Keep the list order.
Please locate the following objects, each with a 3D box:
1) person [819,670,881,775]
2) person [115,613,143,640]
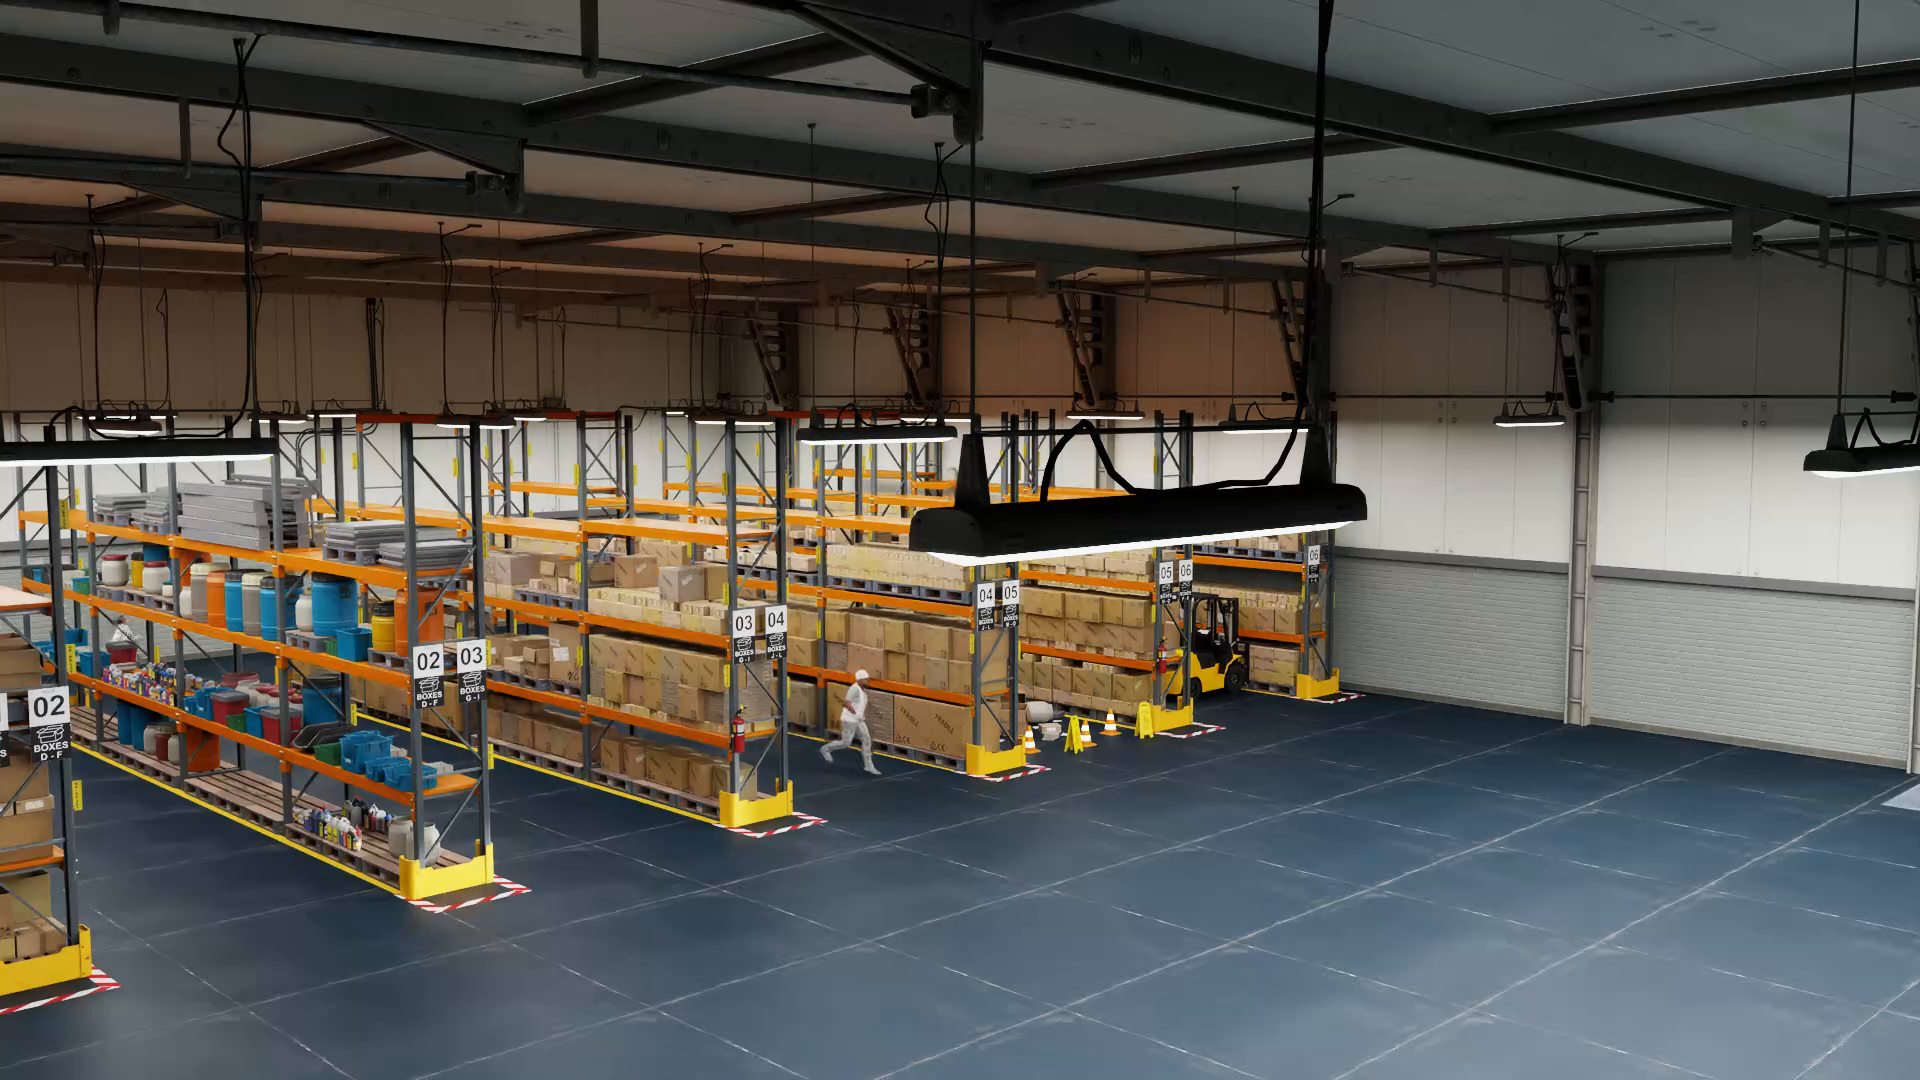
[{"bbox_3d":[-1.839,3.045,27.887,1.099,1.769,0.681,2,5,20],"label":"person"},{"bbox_3d":[-17.711,1.962,35.471,0.531,0.856,0.464,-4,6,-39],"label":"person"}]
